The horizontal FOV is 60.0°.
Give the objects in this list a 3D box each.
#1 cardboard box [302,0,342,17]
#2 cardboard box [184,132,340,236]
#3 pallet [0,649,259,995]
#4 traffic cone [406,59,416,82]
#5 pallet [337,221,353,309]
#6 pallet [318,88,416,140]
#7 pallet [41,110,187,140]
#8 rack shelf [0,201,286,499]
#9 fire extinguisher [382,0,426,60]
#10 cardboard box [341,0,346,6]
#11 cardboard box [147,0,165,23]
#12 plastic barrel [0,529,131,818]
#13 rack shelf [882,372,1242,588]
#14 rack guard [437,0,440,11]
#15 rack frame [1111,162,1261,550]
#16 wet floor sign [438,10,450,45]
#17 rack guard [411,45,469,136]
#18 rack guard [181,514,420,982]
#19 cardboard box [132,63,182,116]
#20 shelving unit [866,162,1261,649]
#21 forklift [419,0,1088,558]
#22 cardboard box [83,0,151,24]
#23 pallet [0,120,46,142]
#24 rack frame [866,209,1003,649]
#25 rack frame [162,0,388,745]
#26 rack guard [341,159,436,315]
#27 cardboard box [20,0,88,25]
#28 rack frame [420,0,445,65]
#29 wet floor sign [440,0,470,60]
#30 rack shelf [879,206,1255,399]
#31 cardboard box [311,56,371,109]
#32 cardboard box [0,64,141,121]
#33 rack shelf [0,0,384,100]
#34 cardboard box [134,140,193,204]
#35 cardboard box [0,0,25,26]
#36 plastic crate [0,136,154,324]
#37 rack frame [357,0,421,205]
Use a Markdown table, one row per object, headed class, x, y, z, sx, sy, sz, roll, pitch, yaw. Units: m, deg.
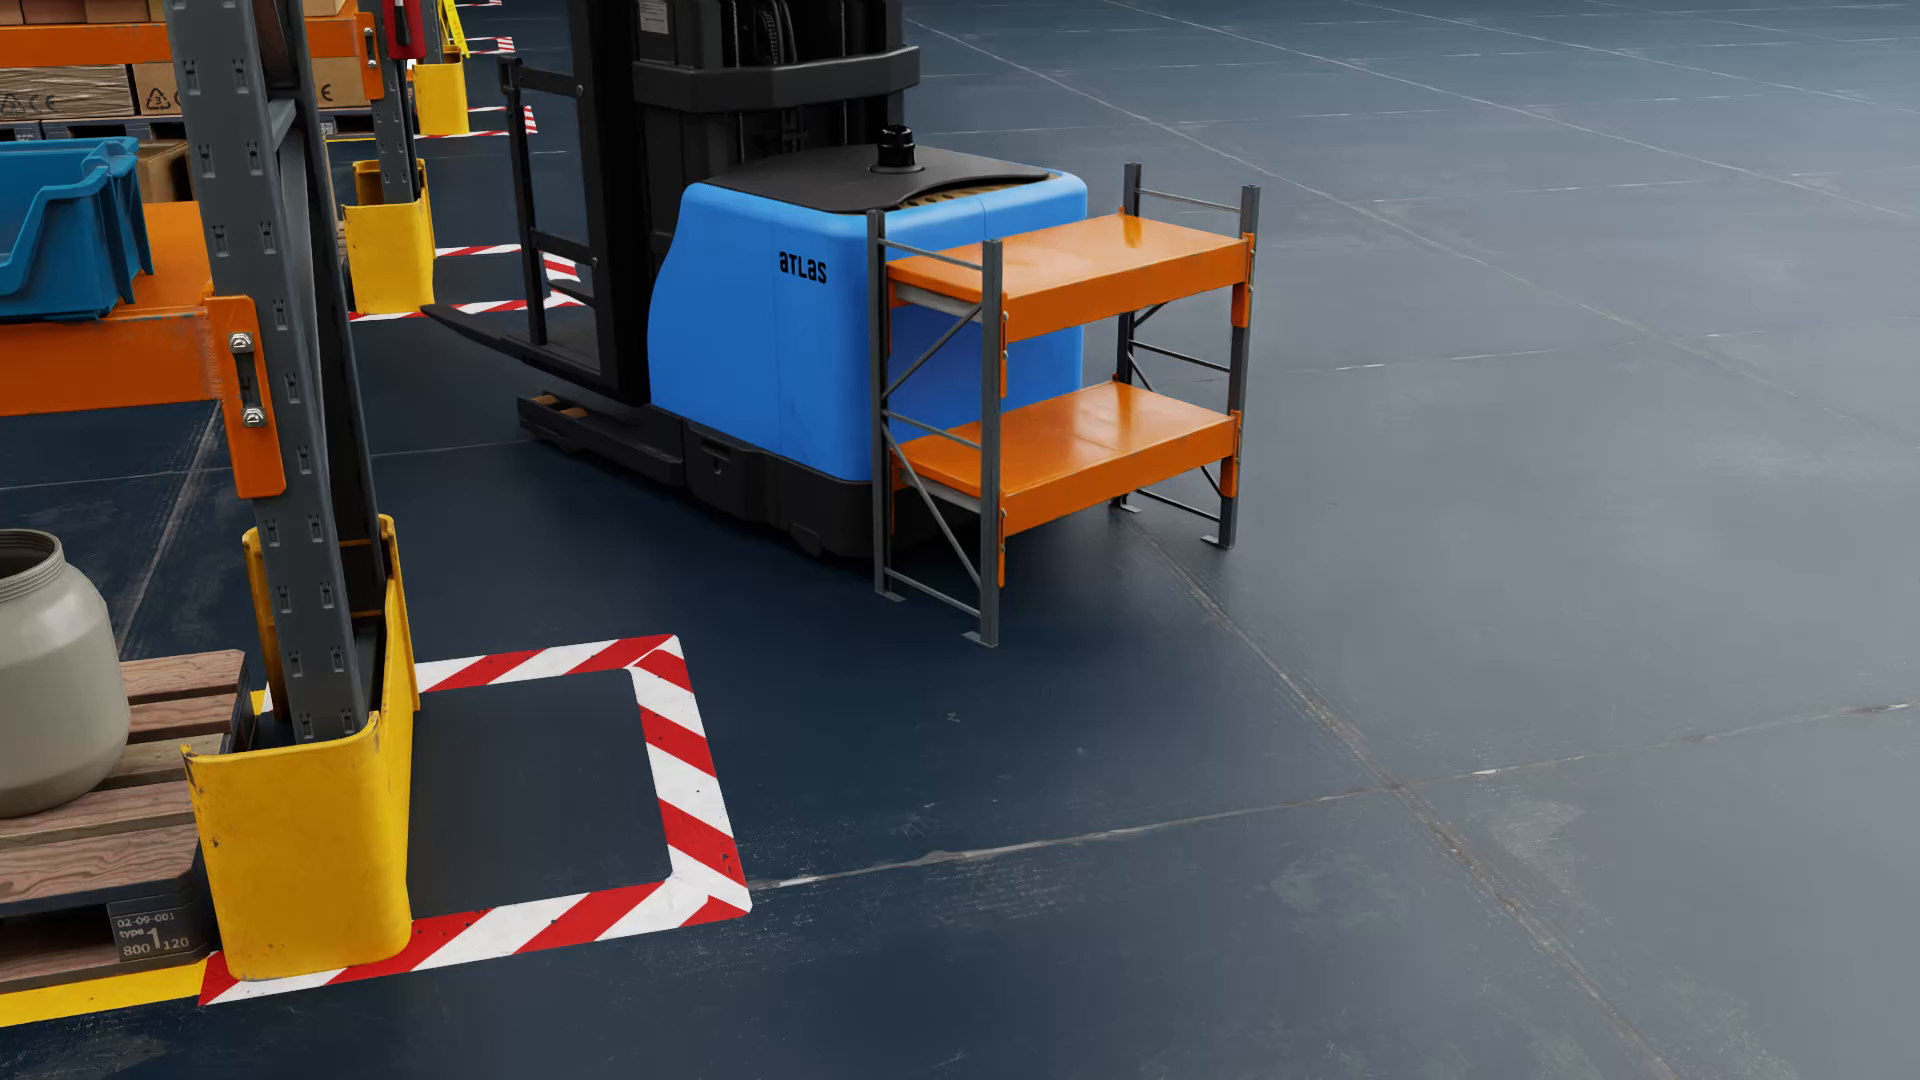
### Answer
| class | x | y | z | sx | sy | sz | roll | pitch | yaw |
| --- | --- | --- | --- | --- | --- | --- | --- | --- | --- |
| cardboard box | -2.917 | -2.433 | 7.435 | 0.250 | 0.149 | 0.380 | -6 | 24 | -14 |
| cardboard box | -3.304 | -1.641 | 7.909 | 0.500 | 0.500 | 0.500 | -2 | 23 | -5 |
| pallet | -2.204 | 0.615 | 3.549 | 1.213 | 0.211 | 1.003 | -6 | 24 | -14 |
| traffic cone | -4.813 | -4.333 | 14.762 | 0.334 | 0.463 | 0.336 | -6 | 24 | -14 |
| pallet | -3.563 | -1.295 | 7.999 | 1.213 | 0.211 | 1.003 | -6 | 24 | -14 |
| pallet | -4.689 | -3.155 | 12.335 | 1.213 | 0.211 | 1.003 | -6 | 24 | -14 |
| pallet | -5.862 | -3.026 | 12.035 | 1.213 | 0.211 | 1.003 | -6 | 24 | -14 |
| rack shelf | -3.286 | -0.233 | 2.902 | 4.000 | 0.370 | 1.077 | -6 | 24 | -14 |
| fire extinguisher | -2.464 | -2.459 | 7.275 | 0.183 | 0.674 | 0.296 | -6 | 24 | -14 |
| cardboard box | -3.037 | -2.602 | 7.828 | 0.250 | 0.149 | 0.380 | -6 | 24 | -14 |
| cardboard box | -3.385 | -2.360 | 7.266 | 0.250 | 0.149 | 0.380 | -6 | 24 | -14 |
| plastic barrel | -1.973 | 0.273 | 3.433 | 0.421 | 0.512 | 0.421 | 0 | 23 | 0 |
| rack shelf | 0.304 | -0.205 | 4.920 | 1.000 | 0.278 | 0.538 | -20 | 30 | -38 |
| rack guard | -5.448 | -5.263 | 16.881 | 0.348 | 0.500 | 1.175 | -6 | 24 | -14 |
| rack frame | 0.681 | -0.564 | 5.137 | 0.032 | 1.125 | 0.500 | -20 | 30 | -38 |
| wet floor sign | -4.448 | -4.224 | 14.276 | 0.232 | 0.644 | 0.267 | -11 | 25 | -23 |
| rack guard | -3.918 | -3.405 | 12.551 | 0.348 | 0.500 | 1.175 | -6 | 24 | -14 |
| rack guard | -1.421 | 0.398 | 3.689 | 0.348 | 0.500 | 1.175 | -6 | 24 | -14 |
| cardboard box | -5.422 | -3.576 | 11.942 | 0.875 | 0.875 | 0.875 | -7 | 24 | -15 |
| shelving unit | 0.304 | -0.429 | 4.824 | 1.048 | 1.125 | 0.538 | -20 | 30 | -38 |
| forklift | -0.972 | -1.781 | 5.683 | 1.130 | 2.935 | 3.031 | -21 | 31 | -40 |
| cardboard box | -3.629 | -2.340 | 7.217 | 0.250 | 0.149 | 0.380 | -6 | 24 | -14 |
| pallet | -7.039 | -2.895 | 11.729 | 1.213 | 0.211 | 1.003 | -6 | 24 | -14 |
| rack frame | -0.073 | -0.295 | 4.510 | 0.032 | 1.125 | 0.500 | -20 | 30 | -38 |
| rack frame | -1.360 | -0.777 | 3.256 | 0.127 | 3.000 | 1.000 | -6 | 24 | -14 |
| rack guard | -2.771 | -1.500 | 8.113 | 0.348 | 0.500 | 1.175 | -6 | 24 | -14 |
| cardboard box | -3.881 | -2.329 | 7.192 | 0.250 | 0.149 | 0.380 | -6 | 24 | -14 |
| rack frame | -3.941 | -4.551 | 12.052 | 0.127 | 3.000 | 1.000 | -6 | 24 | -14 |
| wet floor sign | -4.903 | -4.952 | 15.972 | 0.232 | 0.644 | 0.267 | 2 | 23 | 4 |
| rack shelf | 0.304 | -0.698 | 4.708 | 1.000 | 0.278 | 0.538 | -20 | 30 | -38 |
| cardboard box | -4.576 | -3.670 | 12.162 | 0.875 | 0.875 | 0.875 | -6 | 24 | -14 |
| cardboard box | -6.301 | -3.479 | 11.717 | 0.875 | 0.875 | 0.875 | -6 | 24 | -14 |
| rack shelf | -4.624 | -2.114 | 7.284 | 4.000 | 0.370 | 1.077 | -6 | 24 | -14 |
| cardboard box | -3.870 | -1.565 | 7.730 | 0.500 | 0.500 | 0.500 | 0 | 23 | 0 |
| cardboard box | -4.116 | -2.294 | 7.110 | 0.250 | 0.149 | 0.380 | -6 | 24 | -14 |
| plastic crate | -1.761 | -0.542 | 2.897 | 0.616 | 0.251 | 0.499 | -6 | 24 | -14 |
| rack frame | -2.698 | -2.657 | 7.639 | 0.127 | 3.000 | 1.000 | -6 | 24 | -14 |
